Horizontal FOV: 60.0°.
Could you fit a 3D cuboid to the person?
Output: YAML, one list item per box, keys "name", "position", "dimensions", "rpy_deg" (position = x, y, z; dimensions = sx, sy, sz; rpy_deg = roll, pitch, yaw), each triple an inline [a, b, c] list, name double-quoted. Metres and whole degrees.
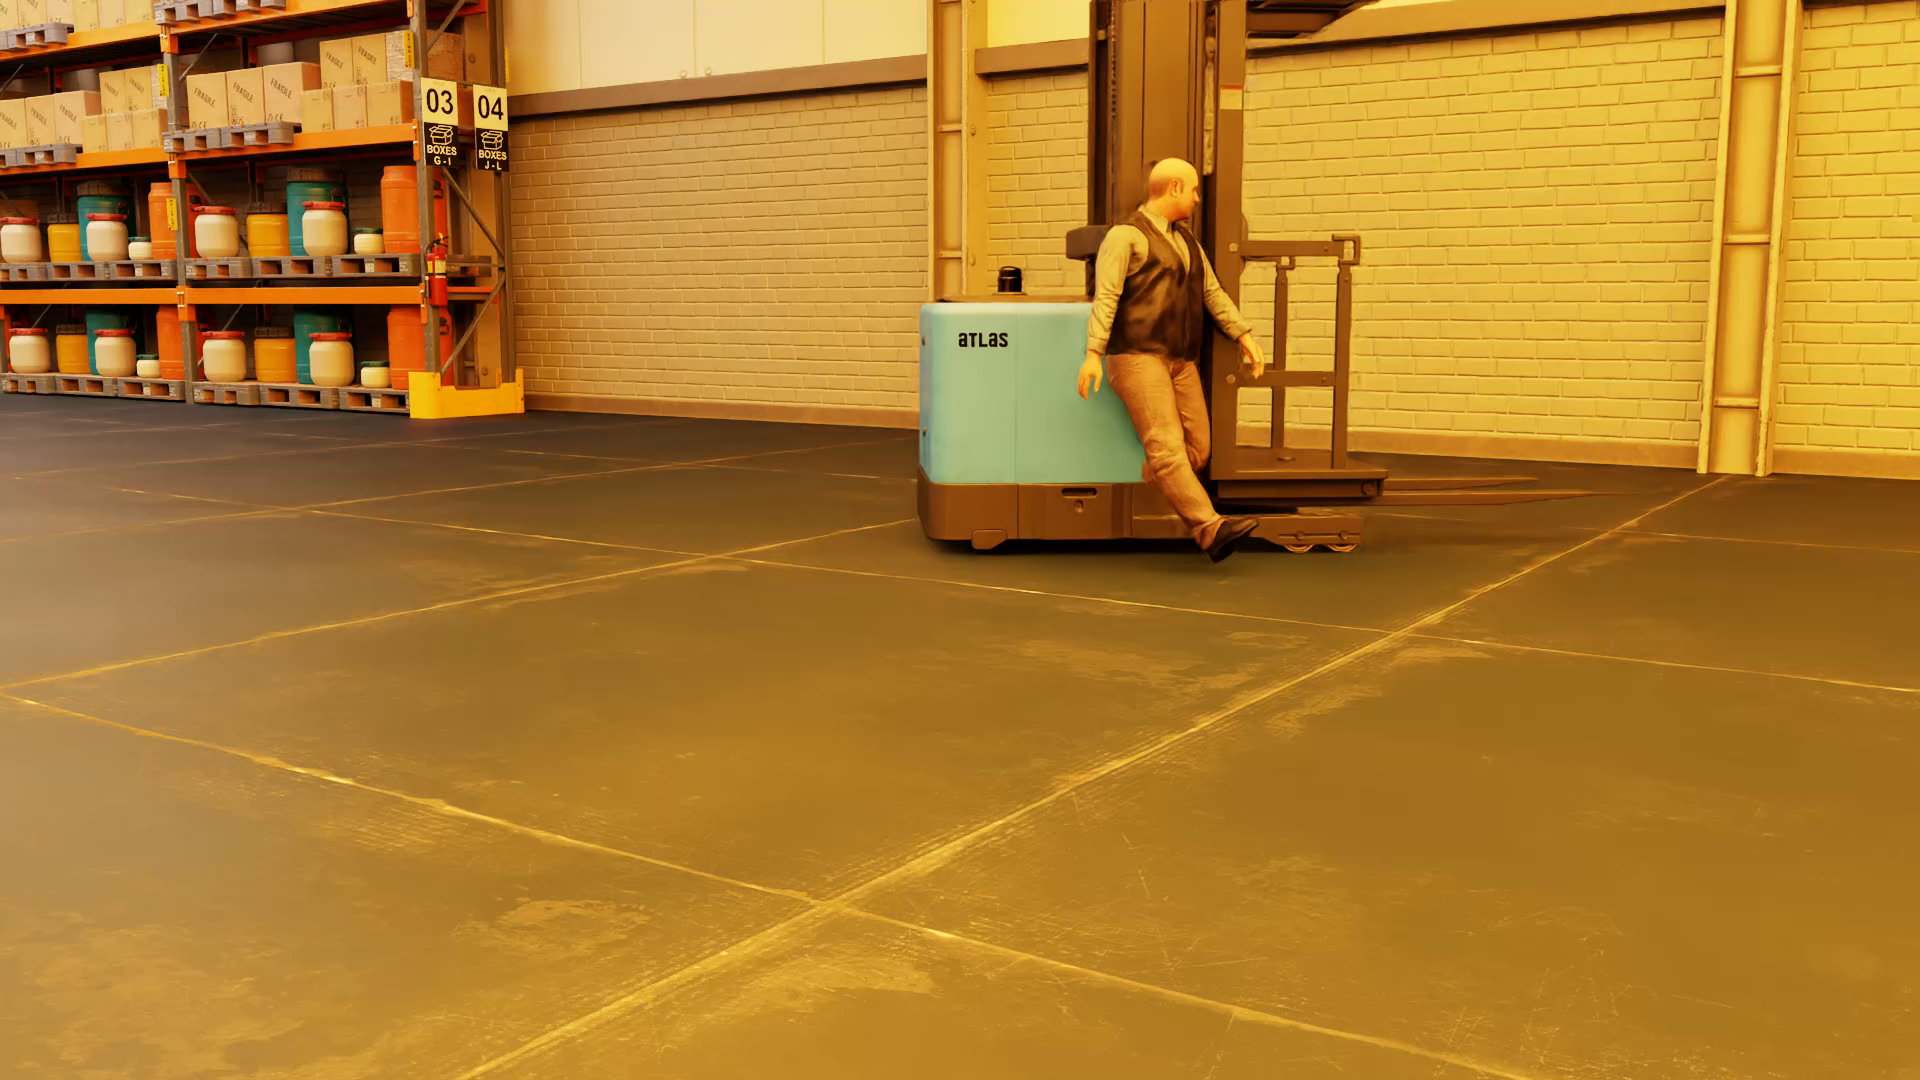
- name: "person"
  position: [0.889, -0.743, 6.807]
  dimensions: [0.945, 1.625, 0.723]
  rpy_deg: [7, 11, 42]

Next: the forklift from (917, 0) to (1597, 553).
- name: "forklift"
  position: [1.337, -1.469, 7.520]
  dimensions: [3.031, 2.935, 1.130]
  rpy_deg: [-1, 8, -5]
